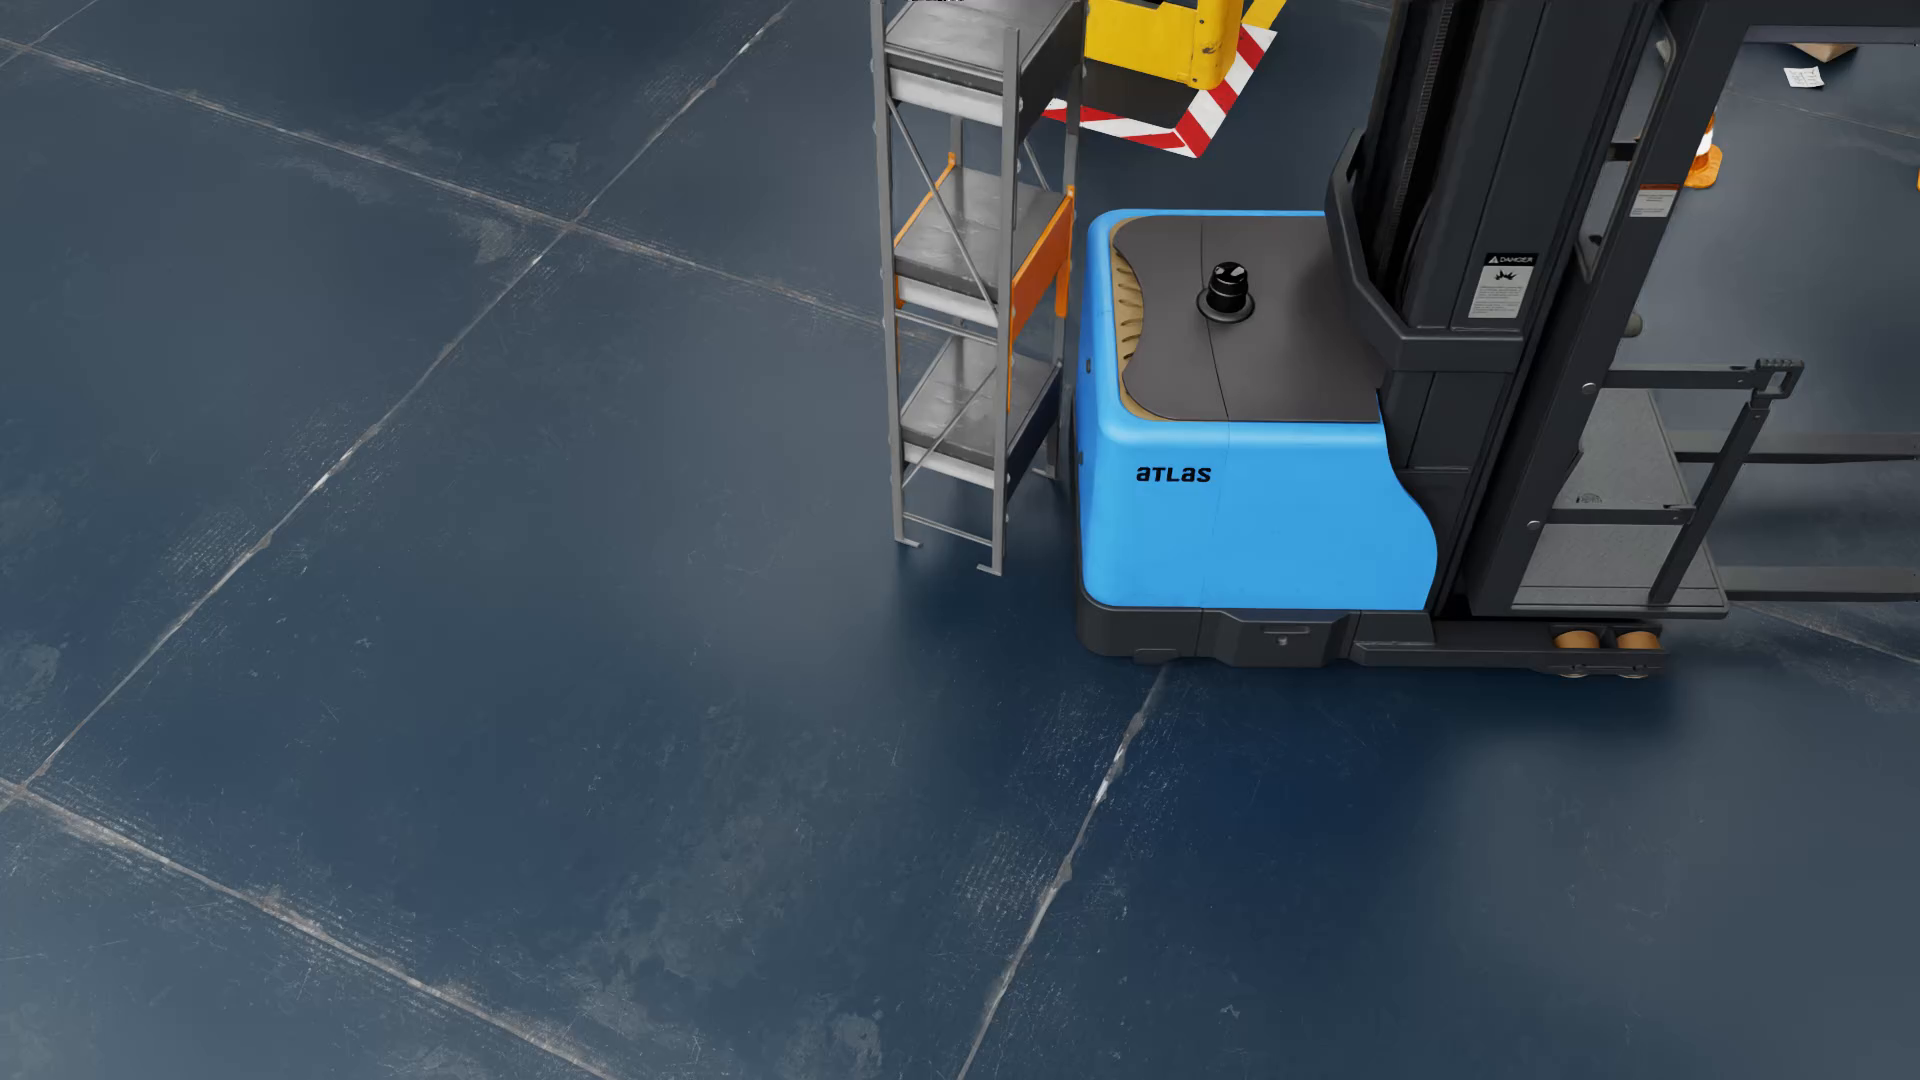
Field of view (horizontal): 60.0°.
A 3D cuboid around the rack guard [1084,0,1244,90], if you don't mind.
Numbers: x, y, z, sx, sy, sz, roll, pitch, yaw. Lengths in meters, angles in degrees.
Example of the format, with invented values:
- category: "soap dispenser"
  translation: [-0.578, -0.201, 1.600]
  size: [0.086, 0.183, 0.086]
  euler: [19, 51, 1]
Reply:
- category: "rack guard"
  translation: [0.684, -2.474, 7.527]
  size: [1.175, 0.500, 0.348]
  euler: [20, 52, 16]

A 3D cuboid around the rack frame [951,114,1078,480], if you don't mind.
- category: "rack frame"
  translation: [0.158, -0.962, 5.190]
  size: [0.400, 2.100, 0.015]
  euler: [19, 52, 15]

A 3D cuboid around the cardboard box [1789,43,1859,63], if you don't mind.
- category: "cardboard box"
  translation: [3.946, -2.395, 7.690]
  size: [0.250, 0.149, 0.380]
  euler: [-28, 55, -22]

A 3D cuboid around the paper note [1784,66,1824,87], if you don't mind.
- category: "paper note"
  translation: [3.817, -2.096, 7.513]
  size: [0.148, 0.019, 0.142]
  euler: [4, 50, 3]

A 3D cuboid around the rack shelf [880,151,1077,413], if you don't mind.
- category: "rack shelf"
  translation: [0.059, -0.784, 5.056]
  size: [0.431, 0.518, 0.480]
  euler: [19, 52, 15]

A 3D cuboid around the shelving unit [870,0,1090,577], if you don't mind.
- category: "shelving unit"
  translation: [0.059, -0.793, 5.046]
  size: [0.431, 2.100, 0.503]
  euler: [19, 52, 15]

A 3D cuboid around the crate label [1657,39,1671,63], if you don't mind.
- category: "crate label"
  translation: [3.361, -2.236, 7.563]
  size: [0.250, 0.136, 0.298]
  euler: [-4, 50, -3]

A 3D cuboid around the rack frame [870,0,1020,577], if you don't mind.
- category: "rack frame"
  translation: [-0.040, -0.623, 4.901]
  size: [0.400, 2.100, 0.015]
  euler: [19, 52, 15]

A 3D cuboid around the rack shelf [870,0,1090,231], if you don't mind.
- category: "rack shelf"
  translation: [0.059, -1.238, 4.523]
  size: [0.431, 0.518, 0.480]
  euler: [19, 52, 15]

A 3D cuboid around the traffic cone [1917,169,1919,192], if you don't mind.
- category: "traffic cone"
  translation: [4.230, -1.653, 6.853]
  size: [0.336, 0.463, 0.334]
  euler: [20, 52, 16]

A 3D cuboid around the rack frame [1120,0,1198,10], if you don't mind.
- category: "rack frame"
  translation: [0.694, -3.301, 6.589]
  size: [1.000, 3.000, 0.127]
  euler: [20, 52, 16]

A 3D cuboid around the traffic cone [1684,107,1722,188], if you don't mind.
- category: "traffic cone"
  translation: [3.081, -1.780, 6.961]
  size: [0.336, 0.463, 0.334]
  euler: [20, 52, 16]

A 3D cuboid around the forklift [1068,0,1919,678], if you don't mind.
- category: "forklift"
  translation: [1.897, -0.915, 4.604]
  size: [3.031, 2.935, 1.130]
  euler: [1, 50, 1]

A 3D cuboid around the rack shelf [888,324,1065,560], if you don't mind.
- category: "rack shelf"
  translation: [0.059, -0.330, 5.589]
  size: [0.431, 0.518, 0.480]
  euler: [19, 52, 15]

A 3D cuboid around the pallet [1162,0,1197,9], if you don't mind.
- category: "pallet"
  translation: [0.965, -2.973, 8.141]
  size: [1.003, 0.211, 1.213]
  euler: [20, 52, 16]
